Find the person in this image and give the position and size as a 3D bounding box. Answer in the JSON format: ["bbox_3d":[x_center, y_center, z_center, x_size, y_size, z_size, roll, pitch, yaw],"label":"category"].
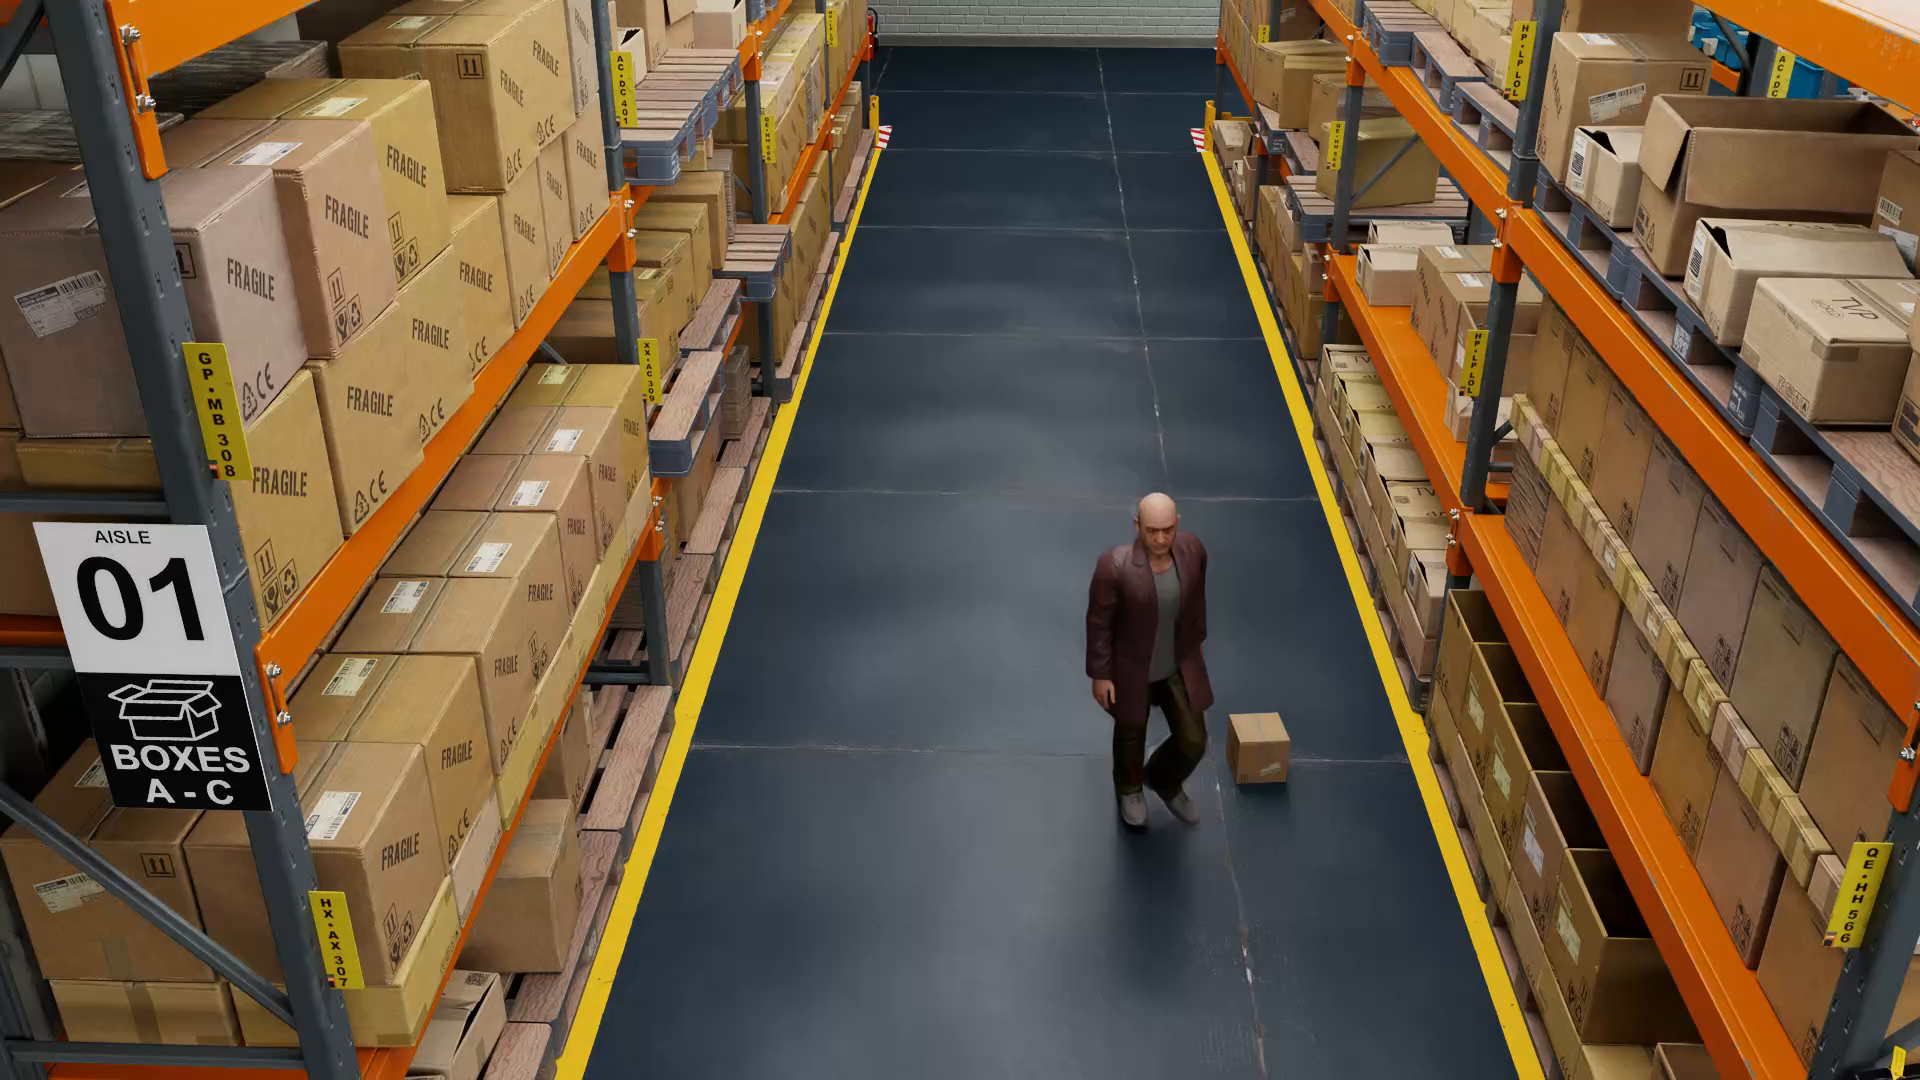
[{"bbox_3d":[0.852,0.549,7.540,0.618,1.763,0.556,-6,28,-11],"label":"person"}]
